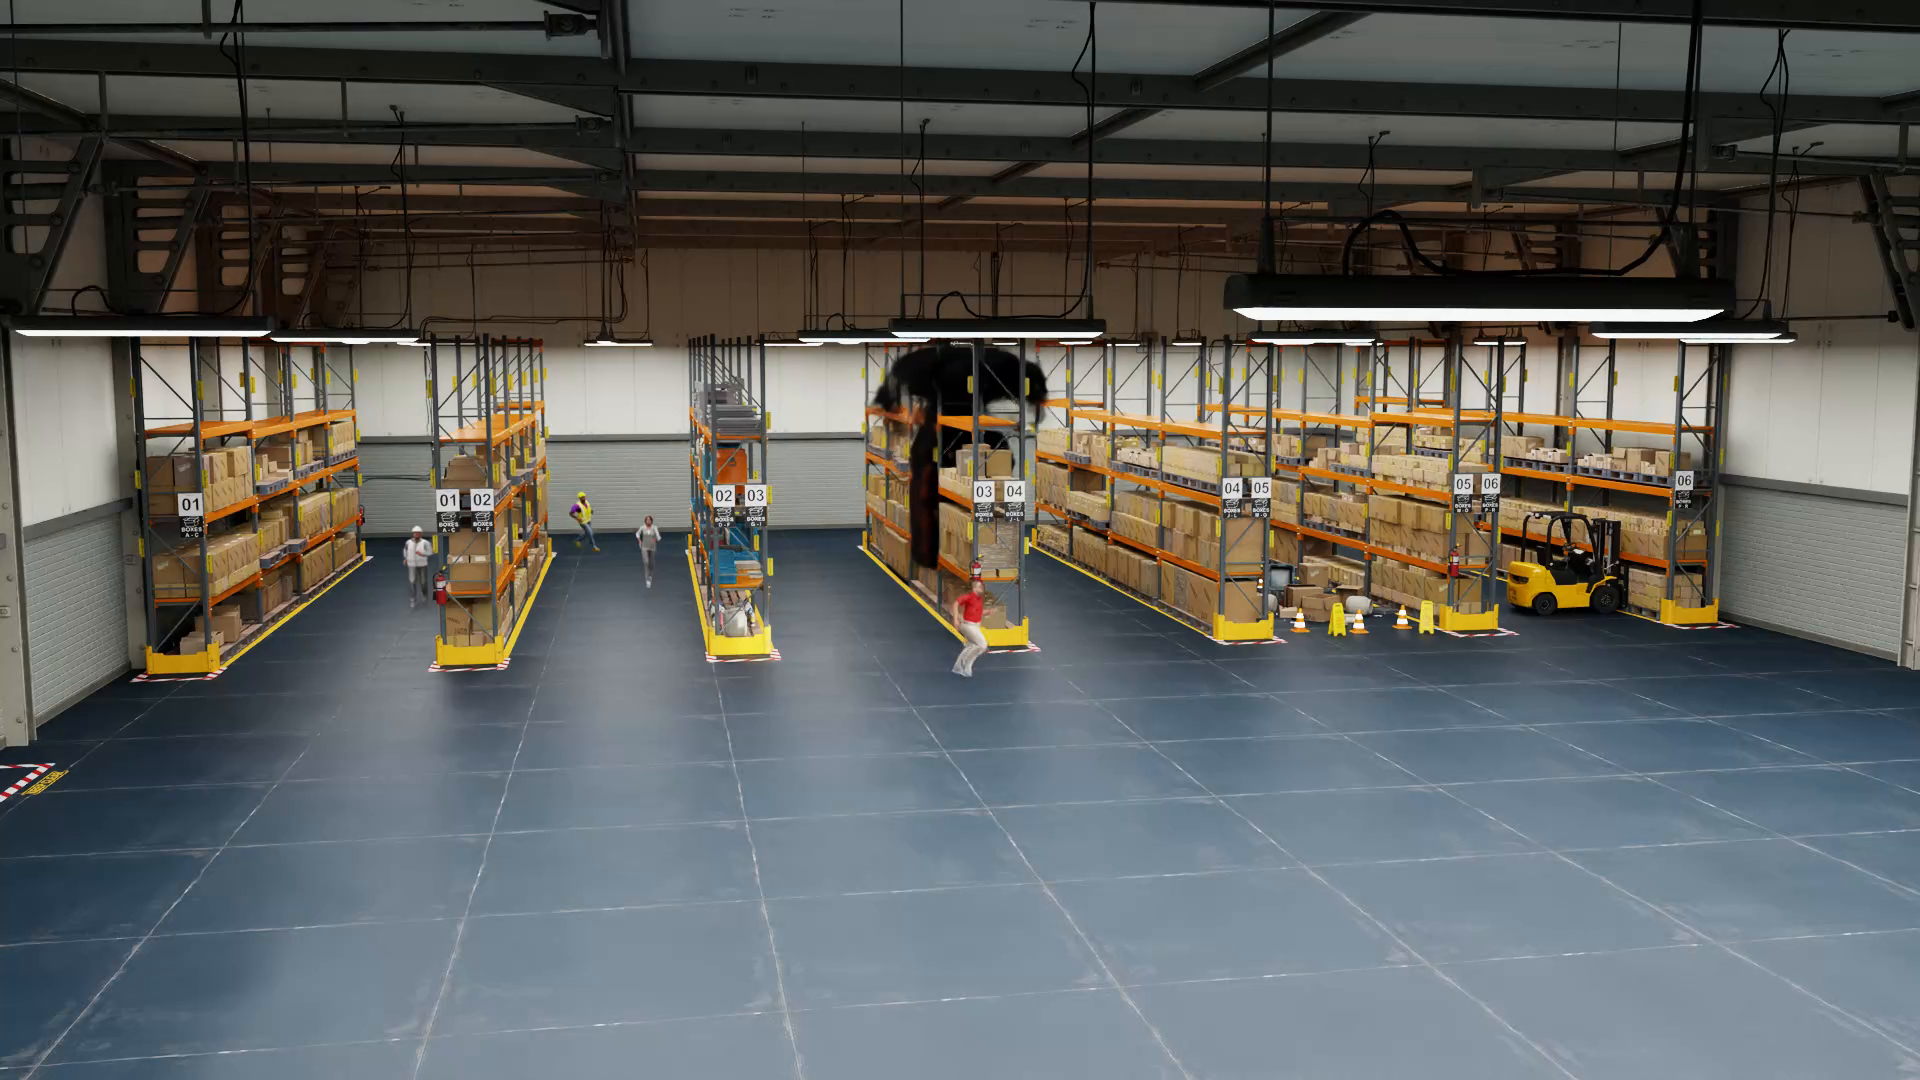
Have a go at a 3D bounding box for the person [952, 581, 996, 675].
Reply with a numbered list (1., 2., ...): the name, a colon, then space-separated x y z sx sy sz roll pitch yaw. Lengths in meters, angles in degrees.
1. person: 0.232 1.548 29.052 0.784 1.678 0.701 3 7 23

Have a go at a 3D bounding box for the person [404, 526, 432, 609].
1. person: -12.063 0.581 36.992 0.645 1.785 0.894 -1 7 -9

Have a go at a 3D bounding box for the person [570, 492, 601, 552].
1. person: -10.686 -0.505 47.000 0.912 1.718 0.705 2 7 20

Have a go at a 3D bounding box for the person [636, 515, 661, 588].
1. person: -7.153 0.240 38.256 0.539 1.619 0.807 -2 7 -16
